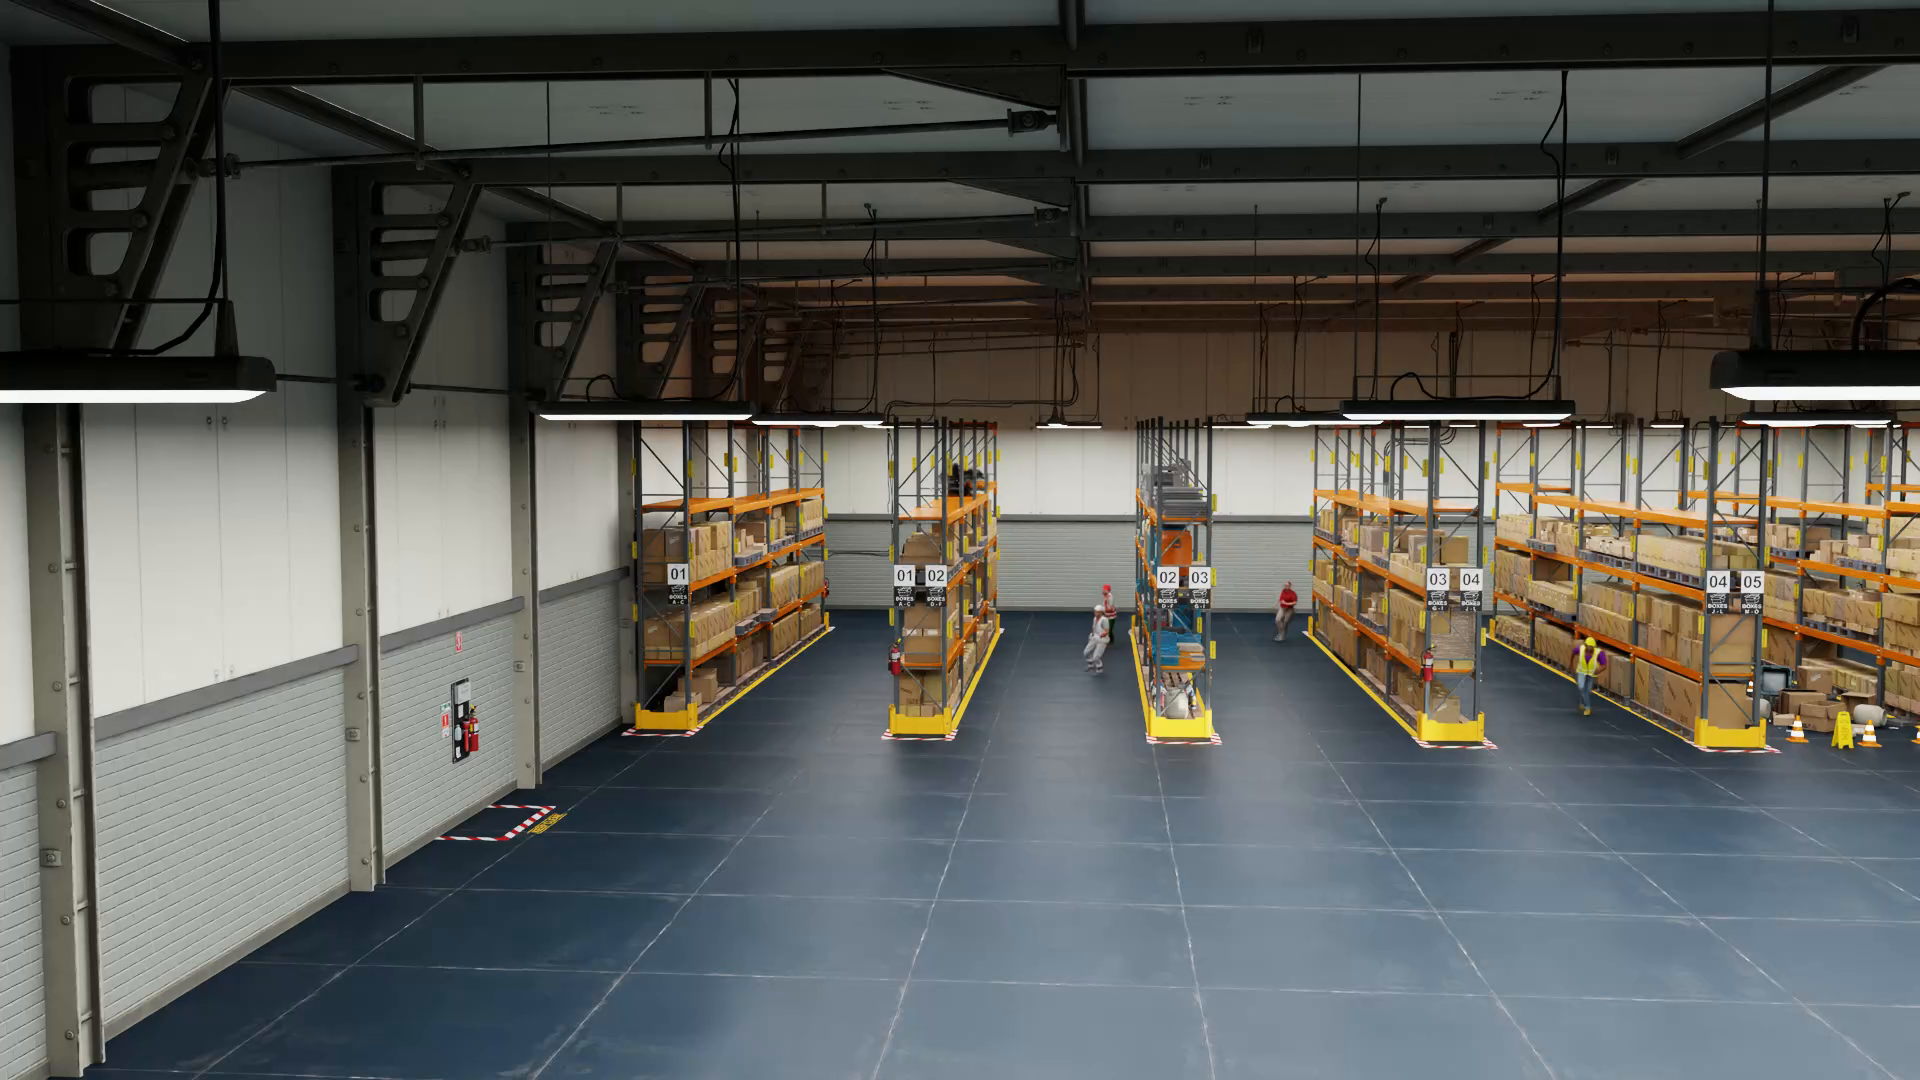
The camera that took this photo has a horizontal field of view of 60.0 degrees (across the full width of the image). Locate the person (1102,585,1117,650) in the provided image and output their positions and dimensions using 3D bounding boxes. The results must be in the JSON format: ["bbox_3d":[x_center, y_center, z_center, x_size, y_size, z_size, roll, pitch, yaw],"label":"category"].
[{"bbox_3d":[3.919,2.018,43.757,0.728,1.729,0.801,-2,4,-29],"label":"person"}]

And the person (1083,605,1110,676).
[{"bbox_3d":[3.161,2.318,38.847,0.593,1.625,0.878,-3,5,-36],"label":"person"}]

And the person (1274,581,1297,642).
[{"bbox_3d":[8.855,1.933,45.322,0.817,1.641,0.718,3,5,38],"label":"person"}]

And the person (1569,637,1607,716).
[{"bbox_3d":[12.683,2.709,33.612,0.714,1.594,1.080,1,4,18],"label":"person"}]
